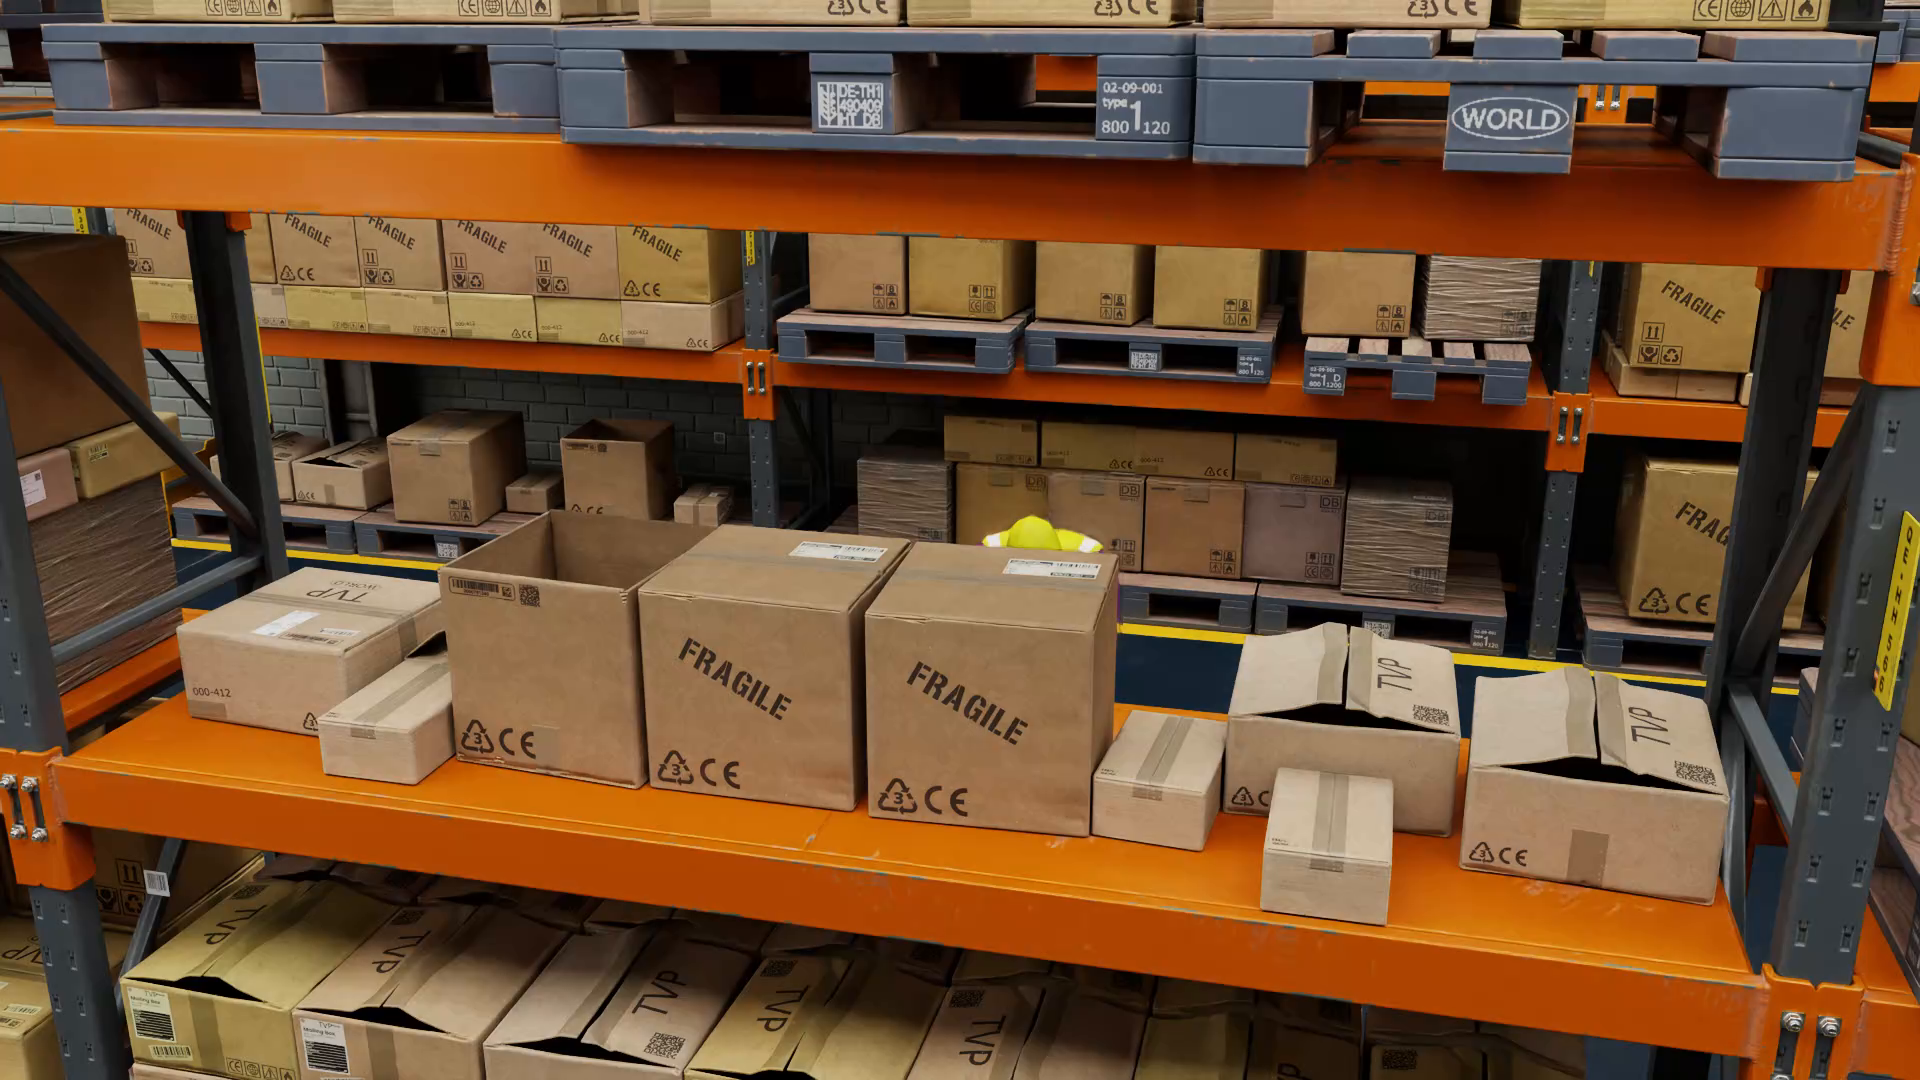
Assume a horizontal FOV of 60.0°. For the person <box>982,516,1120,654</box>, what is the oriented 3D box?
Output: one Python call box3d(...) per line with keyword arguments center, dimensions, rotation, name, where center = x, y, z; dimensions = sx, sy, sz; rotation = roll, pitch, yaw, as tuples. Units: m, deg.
box3d(center=(0.332, 0.421, 6.561), dimensions=(0.625, 1.253, 0.828), rotation=(5, 19, 13), name="person")
